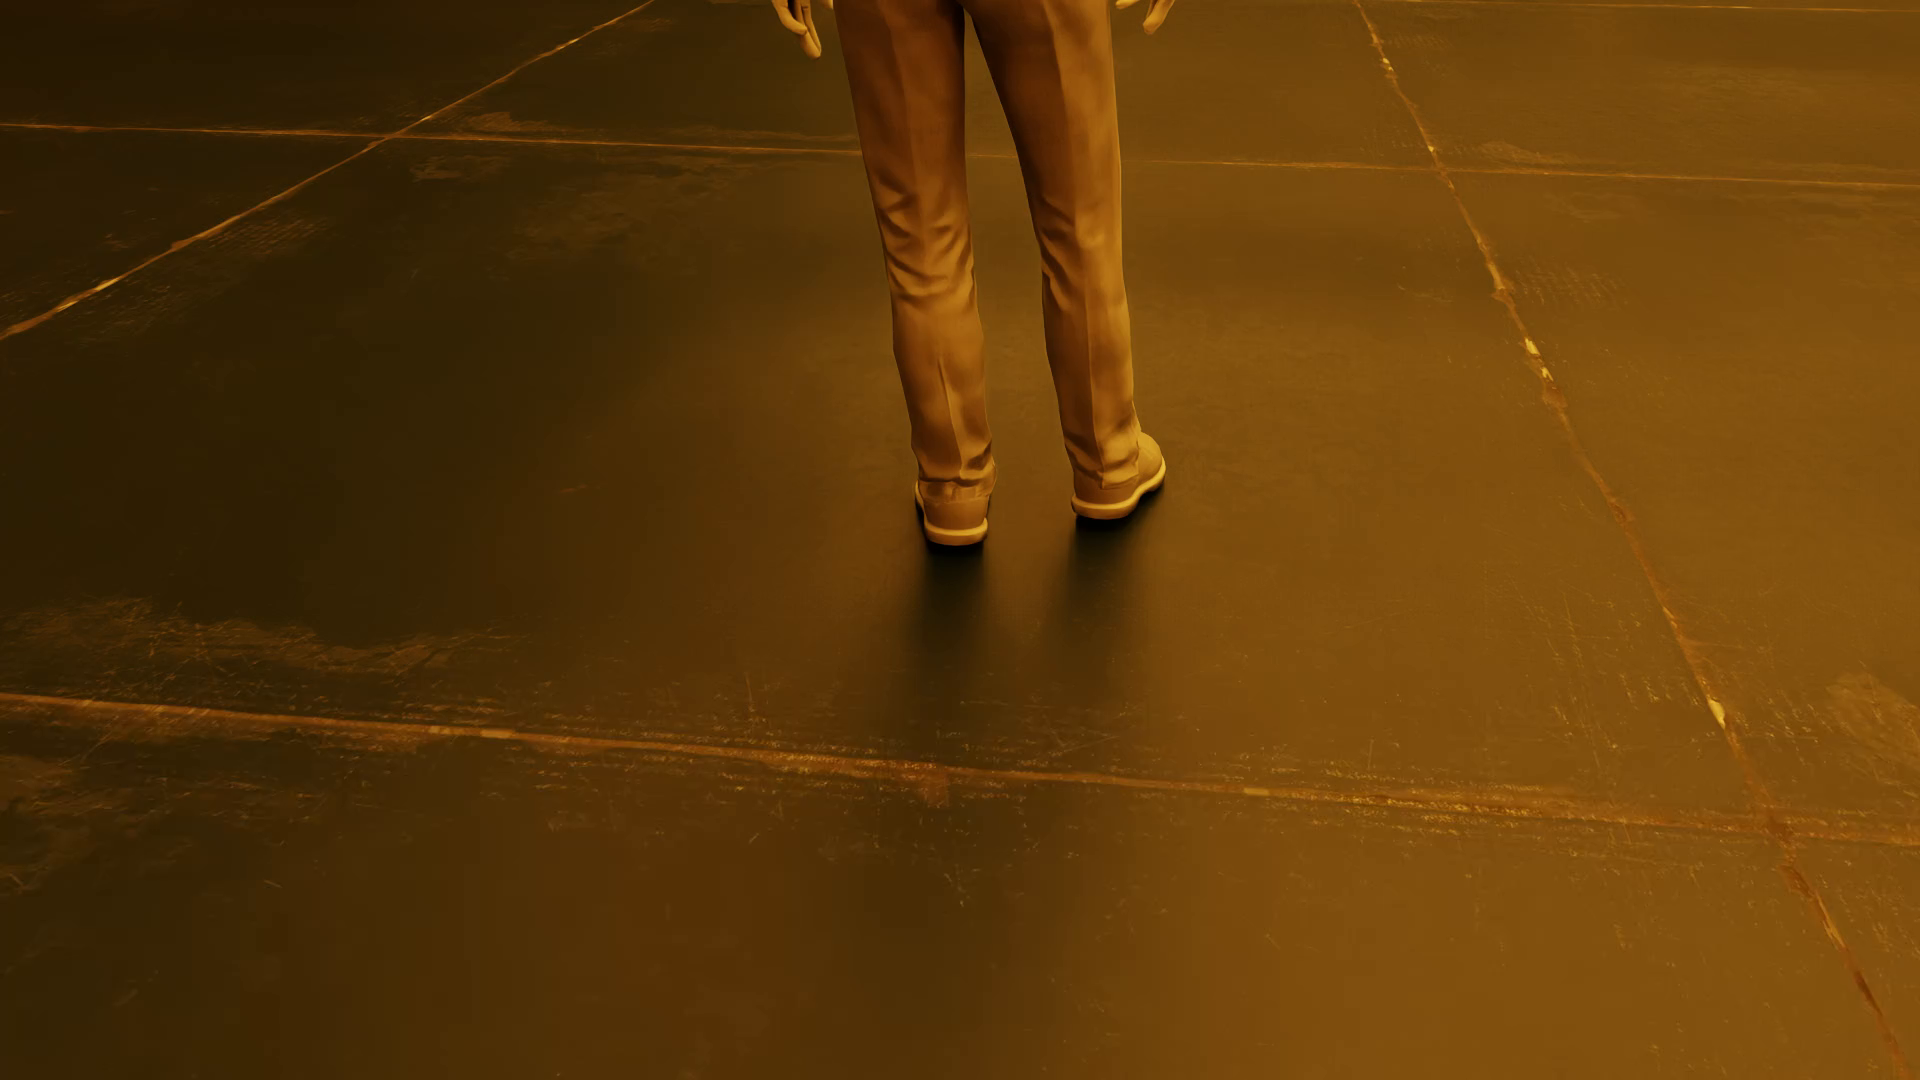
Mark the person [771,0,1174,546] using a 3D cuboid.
[{"bbox_3d":[0.016,-0.795,2.179,0.586,1.694,0.530,3,27,7],"label":"person"}]
